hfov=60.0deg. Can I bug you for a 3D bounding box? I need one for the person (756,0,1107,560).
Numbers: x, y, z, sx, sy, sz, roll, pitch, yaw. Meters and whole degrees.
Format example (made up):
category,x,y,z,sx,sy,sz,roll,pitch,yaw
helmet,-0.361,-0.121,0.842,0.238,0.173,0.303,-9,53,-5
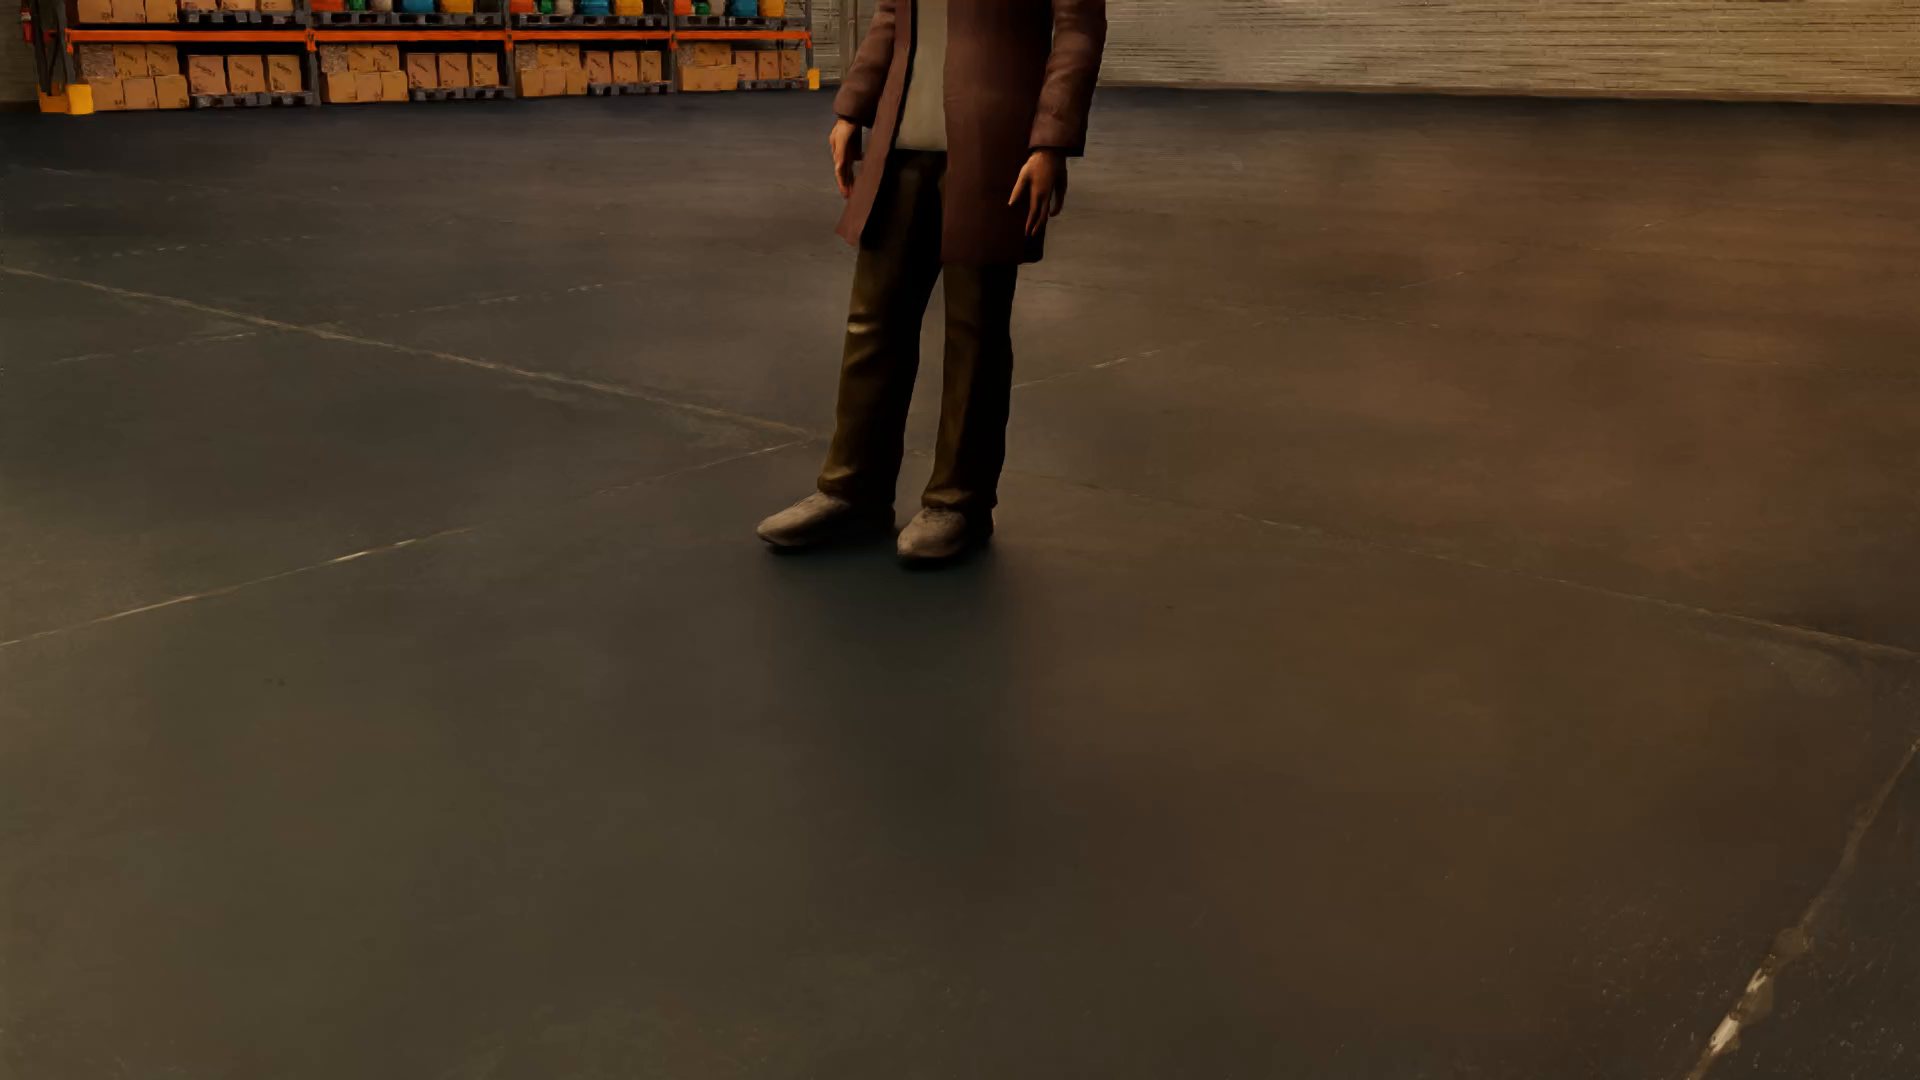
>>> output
category,x,y,z,sx,sy,sz,roll,pitch,yaw
person,-0.062,-0.838,3.617,0.694,1.776,0.580,13,21,37
